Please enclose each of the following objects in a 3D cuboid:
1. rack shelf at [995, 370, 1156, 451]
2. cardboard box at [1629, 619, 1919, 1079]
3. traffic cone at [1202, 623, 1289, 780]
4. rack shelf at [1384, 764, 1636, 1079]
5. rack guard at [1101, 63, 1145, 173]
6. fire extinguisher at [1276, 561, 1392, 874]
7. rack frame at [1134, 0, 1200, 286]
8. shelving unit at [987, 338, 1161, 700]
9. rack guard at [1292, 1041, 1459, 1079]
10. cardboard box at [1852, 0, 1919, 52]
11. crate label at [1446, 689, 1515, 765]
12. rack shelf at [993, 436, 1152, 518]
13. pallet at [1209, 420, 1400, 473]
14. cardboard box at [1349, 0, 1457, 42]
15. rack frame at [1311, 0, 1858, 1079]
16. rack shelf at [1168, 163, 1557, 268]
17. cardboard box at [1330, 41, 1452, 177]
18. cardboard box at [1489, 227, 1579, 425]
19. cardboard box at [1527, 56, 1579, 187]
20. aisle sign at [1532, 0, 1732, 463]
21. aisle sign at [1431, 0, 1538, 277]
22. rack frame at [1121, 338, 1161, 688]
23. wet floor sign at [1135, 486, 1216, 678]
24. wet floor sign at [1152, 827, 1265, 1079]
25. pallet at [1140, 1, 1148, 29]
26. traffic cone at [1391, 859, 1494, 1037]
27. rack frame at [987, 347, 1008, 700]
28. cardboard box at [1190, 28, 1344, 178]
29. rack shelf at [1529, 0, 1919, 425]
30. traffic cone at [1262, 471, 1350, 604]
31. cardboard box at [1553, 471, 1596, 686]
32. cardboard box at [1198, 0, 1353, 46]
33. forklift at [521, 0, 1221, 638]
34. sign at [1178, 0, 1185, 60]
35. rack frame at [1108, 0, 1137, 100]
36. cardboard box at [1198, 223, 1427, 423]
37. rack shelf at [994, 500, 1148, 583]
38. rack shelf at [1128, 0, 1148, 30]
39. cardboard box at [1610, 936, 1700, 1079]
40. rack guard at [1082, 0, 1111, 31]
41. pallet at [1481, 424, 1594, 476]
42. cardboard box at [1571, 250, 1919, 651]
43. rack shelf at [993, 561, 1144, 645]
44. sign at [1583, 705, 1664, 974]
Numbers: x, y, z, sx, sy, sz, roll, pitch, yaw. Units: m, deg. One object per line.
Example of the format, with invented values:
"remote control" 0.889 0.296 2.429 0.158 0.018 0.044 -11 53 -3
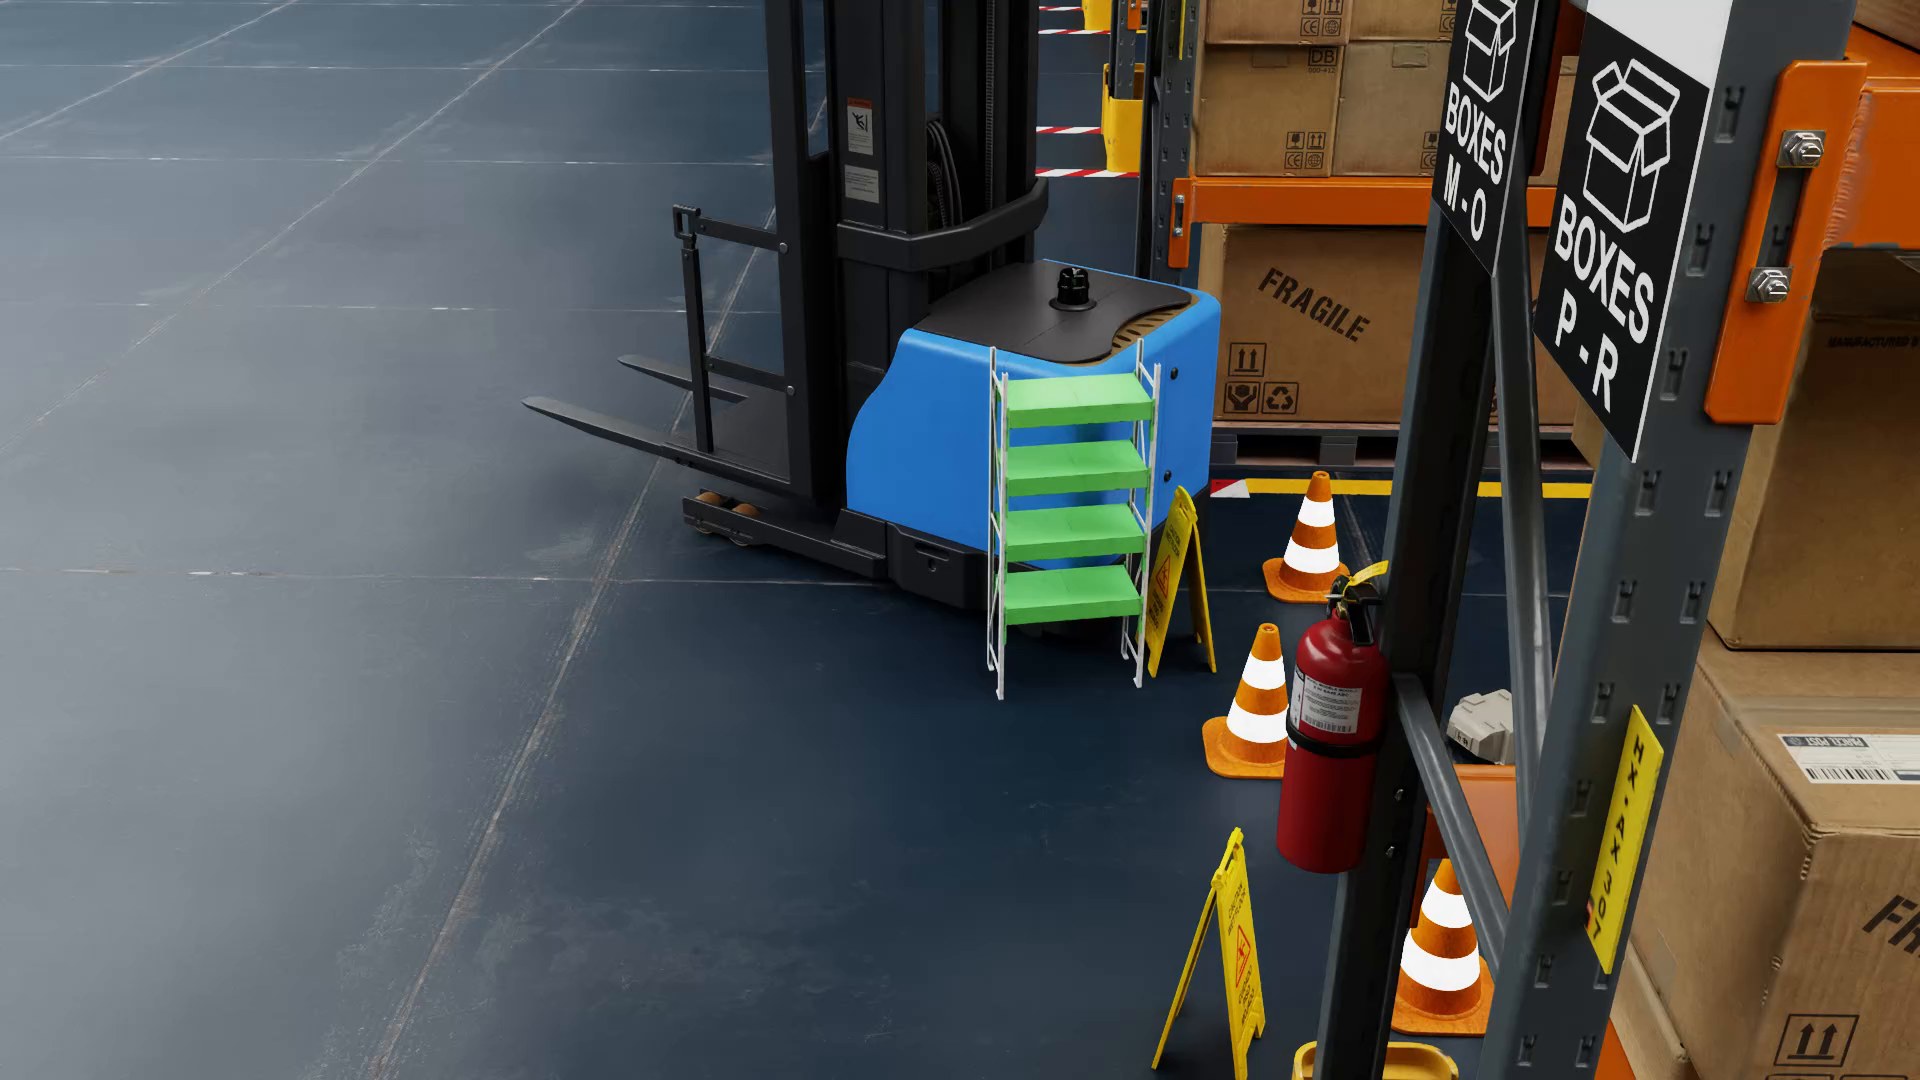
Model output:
"rack shelf" 0.364 -0.422 5.377 0.480 0.148 0.258 -4 28 -8
"cardboard box" 1.259 0.445 2.284 0.500 0.500 0.500 1 28 1
"traffic cone" 0.970 0.481 5.348 0.334 0.463 0.336 1 28 2
"rack shelf" 2.794 0.833 2.743 4.000 0.370 1.077 1 28 2
"rack guard" 1.221 -3.050 11.971 0.348 0.500 1.175 1 28 2
"fire extinguisher" 0.697 0.299 3.066 0.183 0.674 0.296 1 28 2
"rack frame" 0.869 -1.836 7.011 0.127 3.000 1.000 1 28 2
"shelving unit" 0.364 -0.054 5.571 0.503 1.200 0.258 -4 28 -8
"rack guard" 0.871 1.588 3.220 0.348 0.500 1.175 1 28 2
"cardboard box" 1.116 -0.574 1.696 0.250 0.149 0.380 1 28 2
"crate label" 1.758 0.609 5.454 0.298 0.136 0.250 -14 31 -24
"rack shelf" 0.364 -0.210 5.489 0.480 0.148 0.258 -4 28 -8
"pallet" 1.671 -0.627 7.708 1.213 0.211 1.003 1 28 2
"cardboard box" 1.792 -2.389 6.742 0.550 0.550 0.875 1 28 2
"rack frame" 0.795 0.484 2.634 0.053 2.616 0.949 1 28 2
"rack shelf" 2.868 -1.485 7.117 4.000 0.370 1.077 1 28 2
"cardboard box" 1.792 -1.919 7.007 0.550 0.550 0.875 1 28 2
"cardboard box" 2.429 -1.089 7.422 0.875 0.875 0.875 1 28 1
"cardboard box" 2.347 -1.851 6.878 0.550 0.550 0.875 1 28 2
"aisle sign" 0.723 -0.522 1.757 0.004 0.787 0.394 1 28 2
"aisle sign" 0.744 -0.803 2.286 0.004 0.787 0.394 1 28 2
"rack frame" 0.606 -0.072 5.605 0.015 1.200 0.240 -4 28 -8
"wet floor sign" 0.770 0.130 5.815 0.232 0.644 0.267 -4 28 -7
"wet floor sign" 0.643 1.019 4.139 0.232 0.644 0.267 11 30 19
"pallet" 2.209 -5.247 16.423 1.213 0.211 1.003 1 28 2
"traffic cone" 1.271 1.007 4.357 0.334 0.463 0.336 1 28 2
"rack frame" 0.123 -0.037 5.538 0.015 1.200 0.240 -4 28 -8
"cardboard box" 1.242 -1.917 7.004 0.550 0.550 0.875 1 28 2
"rack shelf" 2.794 -0.492 2.041 4.000 0.370 1.077 1 28 2
"traffic cone" 1.350 -0.042 6.335 0.334 0.463 0.336 1 28 2
"cardboard box" 1.348 0.187 2.770 0.500 0.500 0.500 0 28 1
"cardboard box" 1.239 -2.355 6.677 0.550 0.550 0.875 1 28 2
"forklift" -0.523 -1.458 6.371 3.031 2.935 1.130 17 32 29
"sign" 0.844 -1.994 6.300 0.005 0.325 0.100 1 28 2
"rack frame" 1.145 -4.156 11.388 0.127 3.000 1.000 1 28 2
"cardboard box" 1.549 -1.103 7.448 0.875 0.875 0.875 1 28 2
"rack shelf" 0.364 0.002 5.601 0.480 0.148 0.258 -4 28 -8
"rack shelf" 3.144 -3.805 11.494 4.000 0.370 1.077 1 28 2
"cardboard box" 1.128 0.696 2.503 0.250 0.149 0.380 1 28 2
"rack guard" 1.398 -5.391 16.386 0.348 0.500 1.175 1 28 2
"pallet" 2.887 -0.606 7.668 1.213 0.211 1.003 1 28 2
"cardboard box" 1.314 -0.229 2.487 0.500 0.500 0.700 0 28 1
"rack shelf" 0.364 0.214 5.714 0.480 0.148 0.258 -4 28 -8
"sign" 0.777 0.354 1.955 0.005 0.325 0.100 1 28 2
